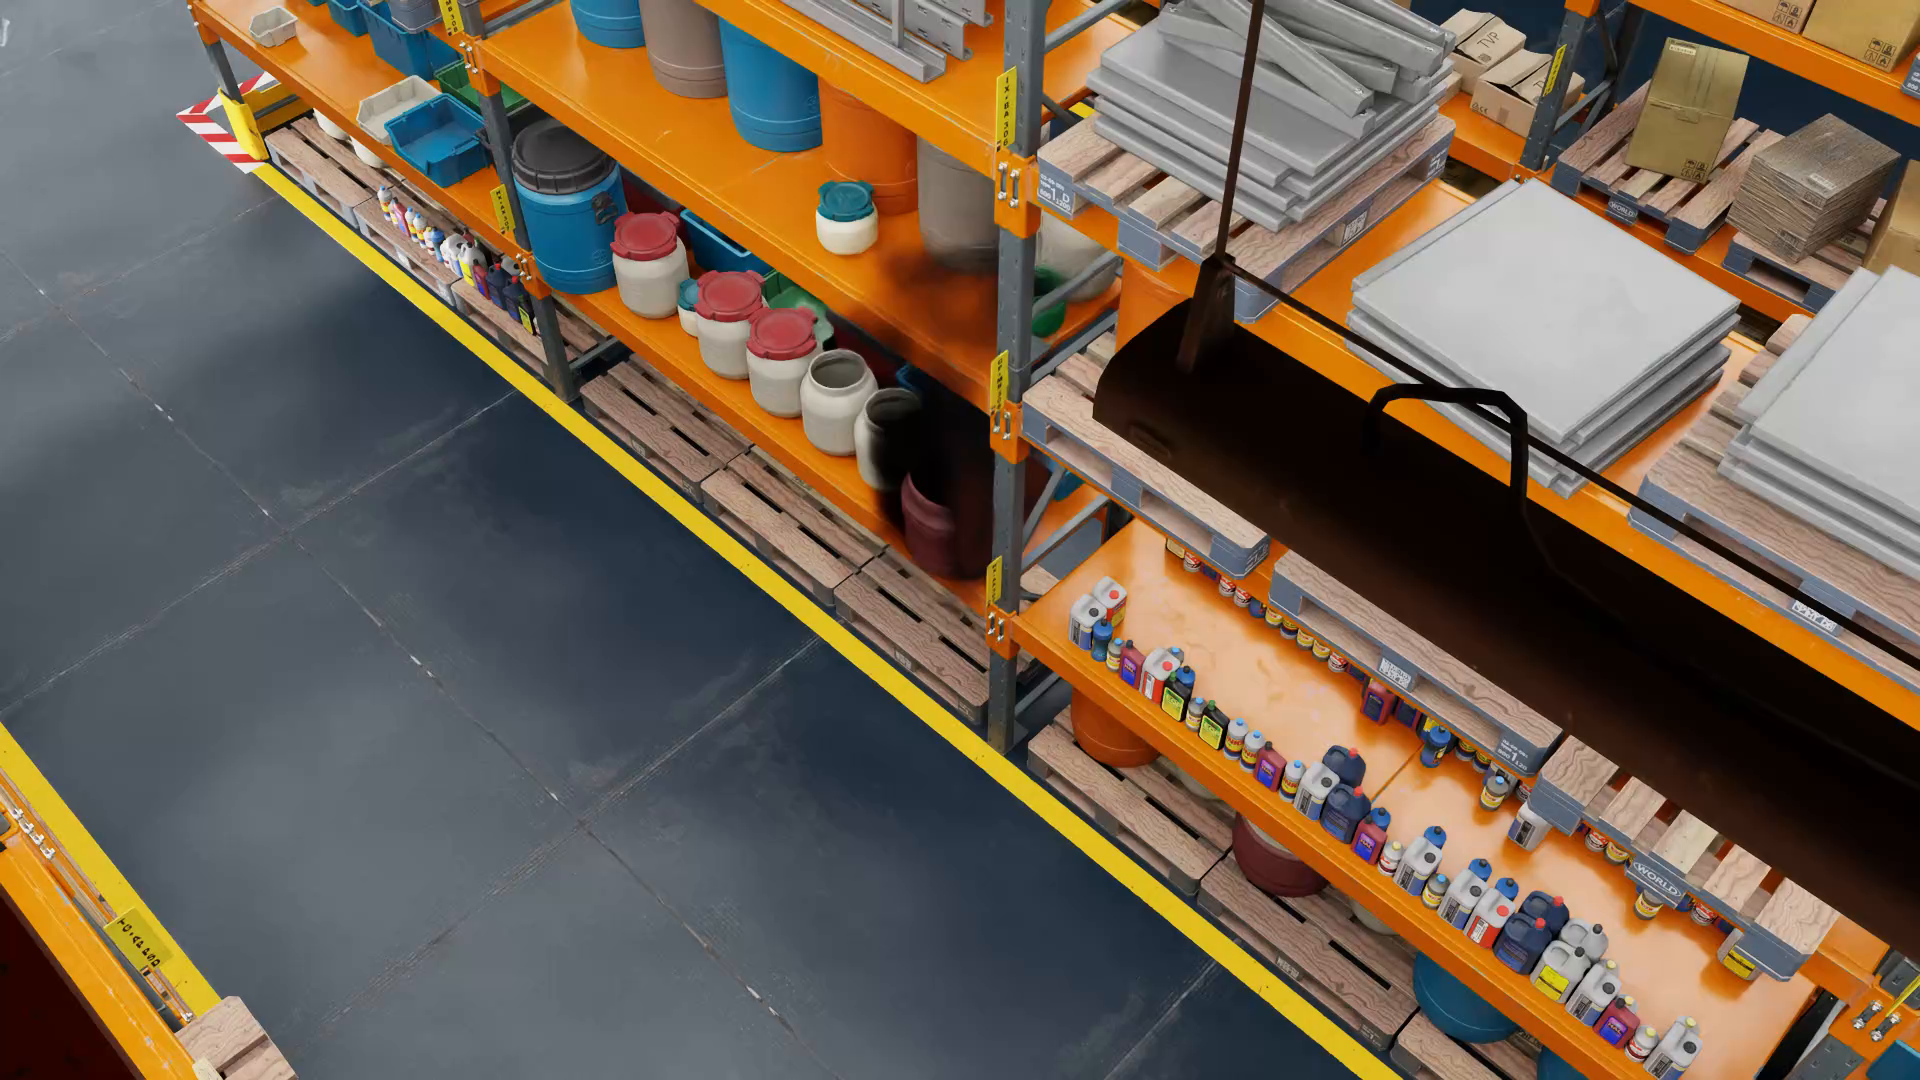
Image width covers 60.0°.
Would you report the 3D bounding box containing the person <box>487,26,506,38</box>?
[{"bbox_3d":[-3.868,-4.468,13.059,0.648,1.473,0.559,28,55,21],"label":"person"}]
